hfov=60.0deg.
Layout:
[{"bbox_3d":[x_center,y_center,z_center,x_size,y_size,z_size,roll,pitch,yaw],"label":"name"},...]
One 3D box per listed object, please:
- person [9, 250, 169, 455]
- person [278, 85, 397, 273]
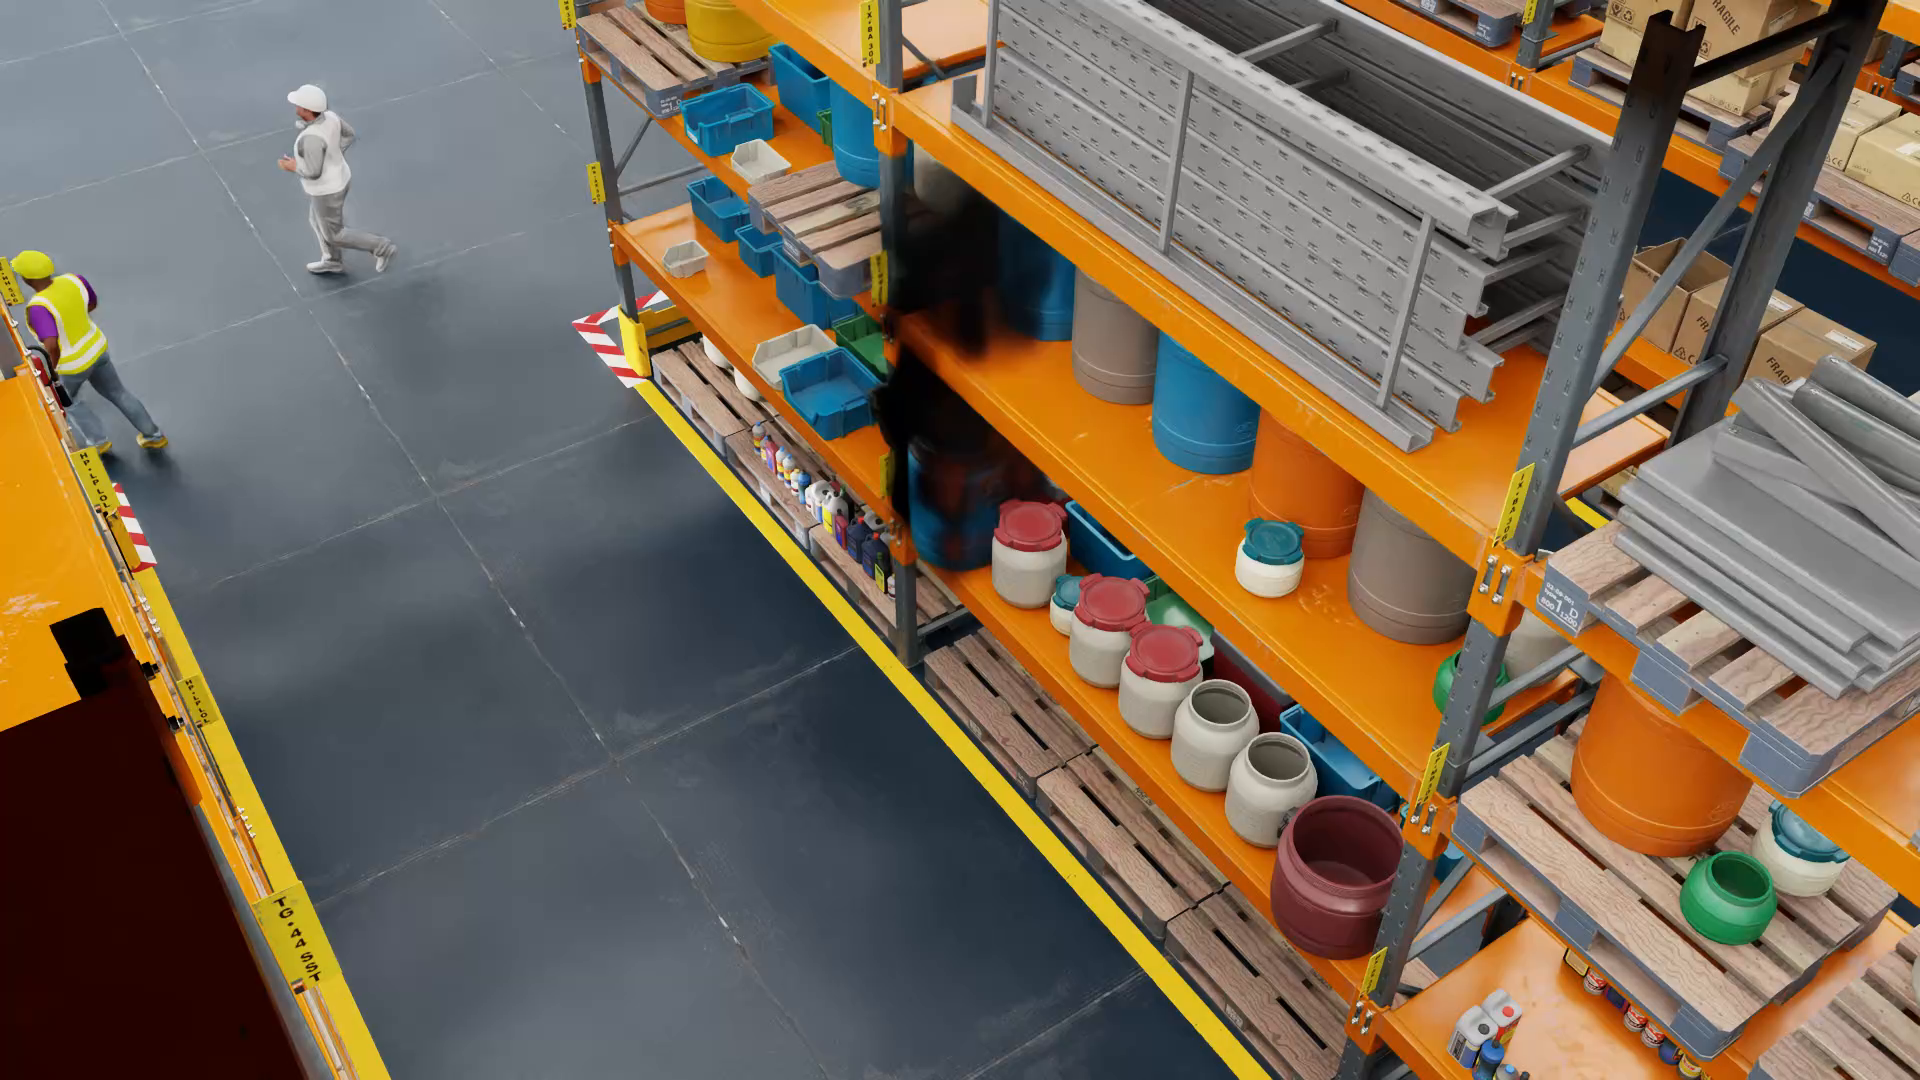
[{"bbox_3d":[-6.289,-1.263,11.854,0.734,1.835,0.731,13,44,14],"label":"person"},{"bbox_3d":[-5.164,-2.931,13.659,0.859,1.744,0.670,0,43,0],"label":"person"}]
